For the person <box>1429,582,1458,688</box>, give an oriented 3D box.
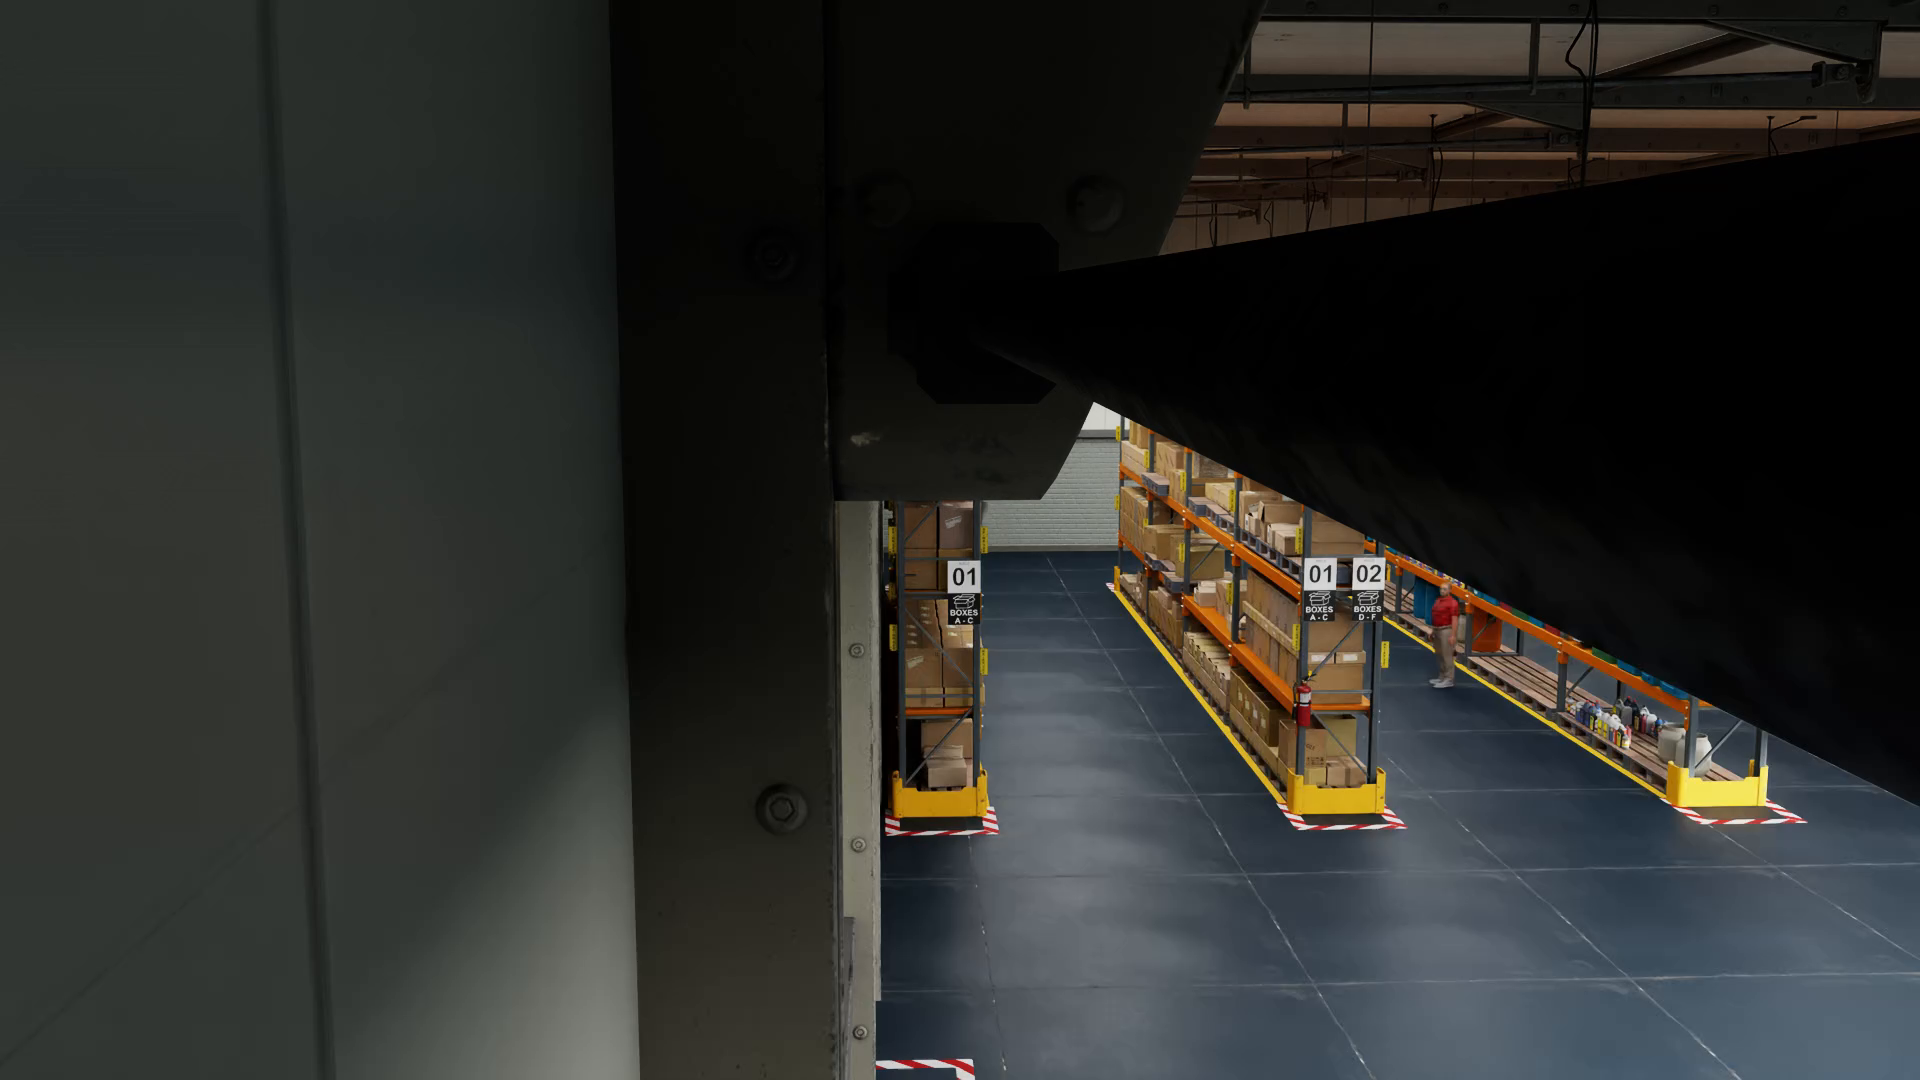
[{"bbox_3d":[7.925,1.552,27.321,0.367,1.729,0.571,-1,8,-10],"label":"person"}]
